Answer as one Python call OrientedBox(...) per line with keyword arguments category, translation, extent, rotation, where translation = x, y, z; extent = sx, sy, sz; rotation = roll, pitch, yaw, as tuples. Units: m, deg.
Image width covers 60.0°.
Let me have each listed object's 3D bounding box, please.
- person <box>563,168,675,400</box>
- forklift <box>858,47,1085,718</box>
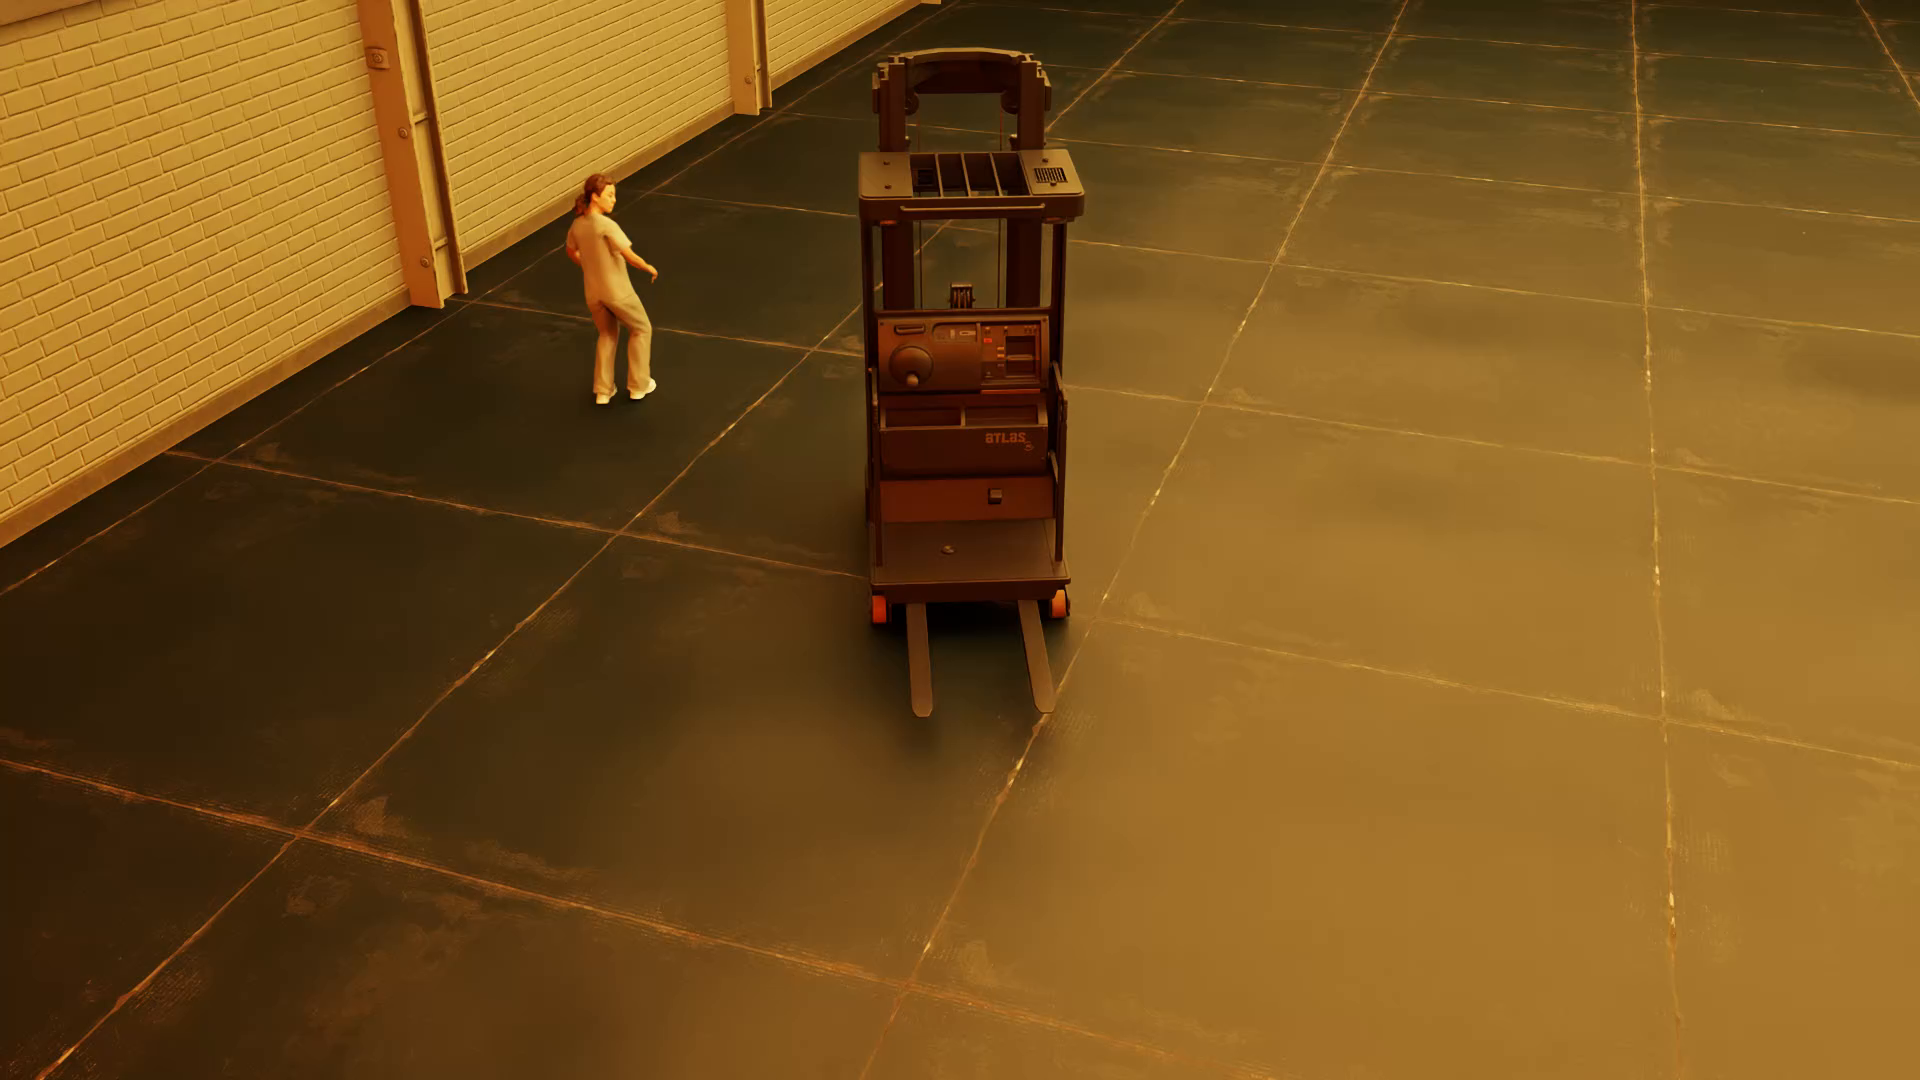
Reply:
OrientedBox(category="person", translation=(-2.404, -1.769, 11.504), extent=(0.548, 1.662, 0.549), rotation=(16, 33, 26))
OrientedBox(category="forklift", translation=(0.035, -0.972, 8.842), extent=(1.130, 2.935, 3.031), rotation=(-2, 30, -3))
